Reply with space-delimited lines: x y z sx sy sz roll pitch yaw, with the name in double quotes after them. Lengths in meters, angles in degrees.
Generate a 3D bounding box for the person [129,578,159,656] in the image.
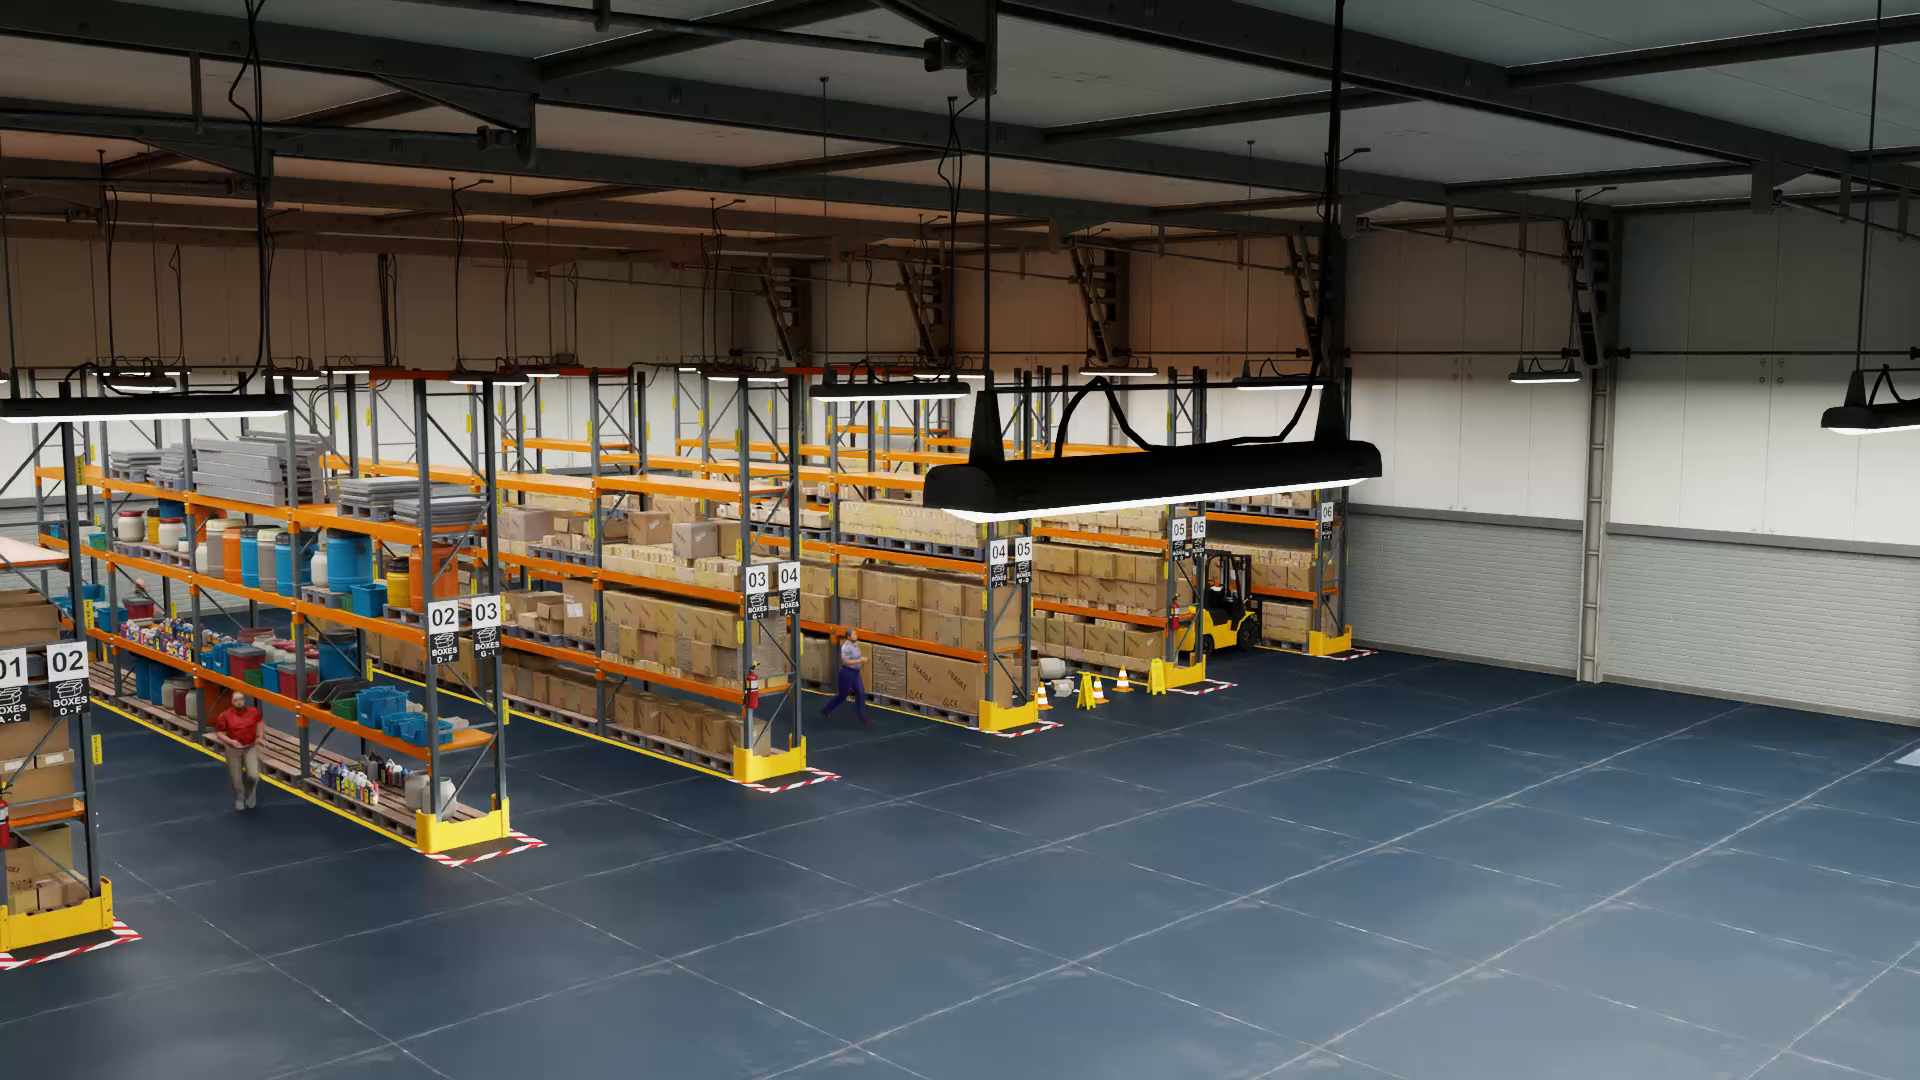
-16.800 1.650 34.123 0.656 1.745 0.719 -1 7 -11 "person"

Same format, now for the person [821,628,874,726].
-1.904 2.315 28.229 0.933 1.639 0.598 2 7 21 "person"

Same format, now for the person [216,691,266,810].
-9.862 2.908 22.856 0.641 1.679 0.717 -4 7 -30 "person"
